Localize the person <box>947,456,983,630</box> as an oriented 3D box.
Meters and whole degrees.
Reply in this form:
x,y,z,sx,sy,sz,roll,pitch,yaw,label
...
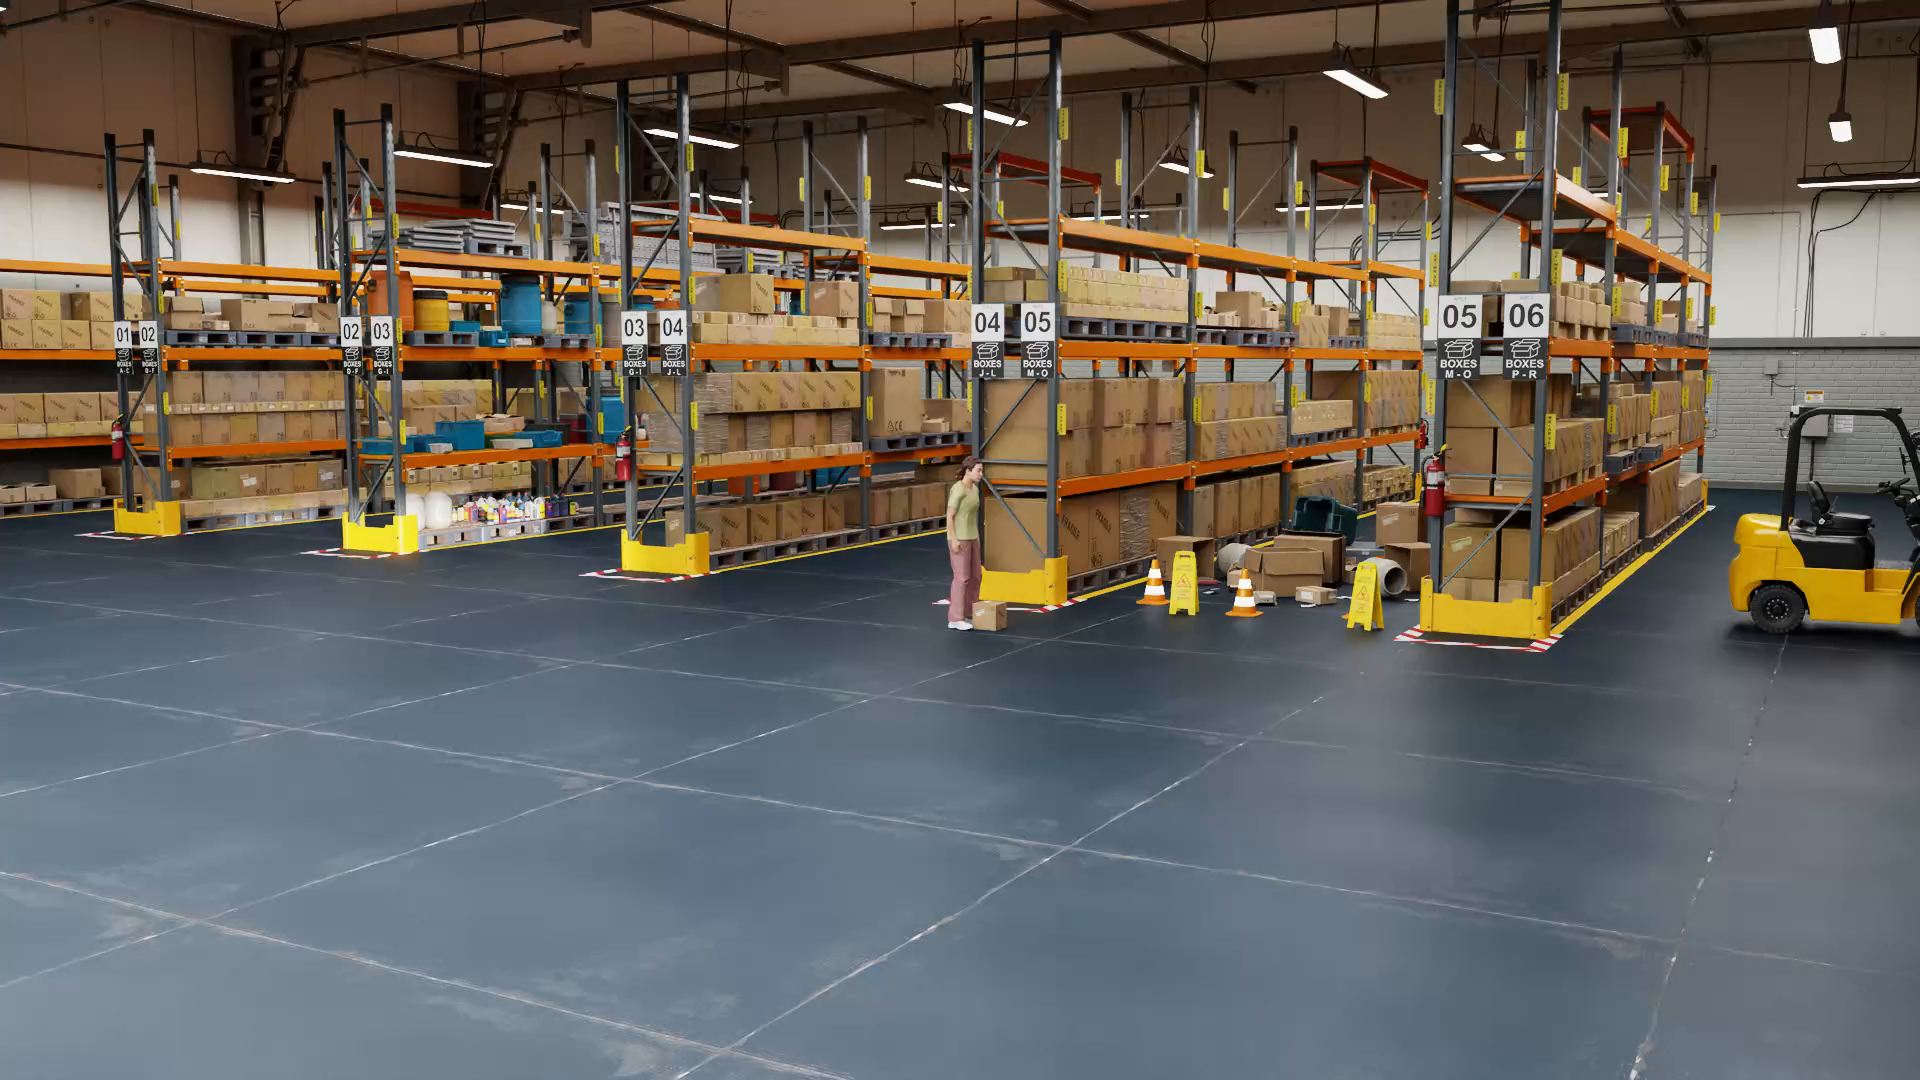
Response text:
x,y,z,sx,sy,sz,roll,pitch,yaw,label
0.064,0.028,16.195,0.360,1.646,0.497,3,7,28,person
